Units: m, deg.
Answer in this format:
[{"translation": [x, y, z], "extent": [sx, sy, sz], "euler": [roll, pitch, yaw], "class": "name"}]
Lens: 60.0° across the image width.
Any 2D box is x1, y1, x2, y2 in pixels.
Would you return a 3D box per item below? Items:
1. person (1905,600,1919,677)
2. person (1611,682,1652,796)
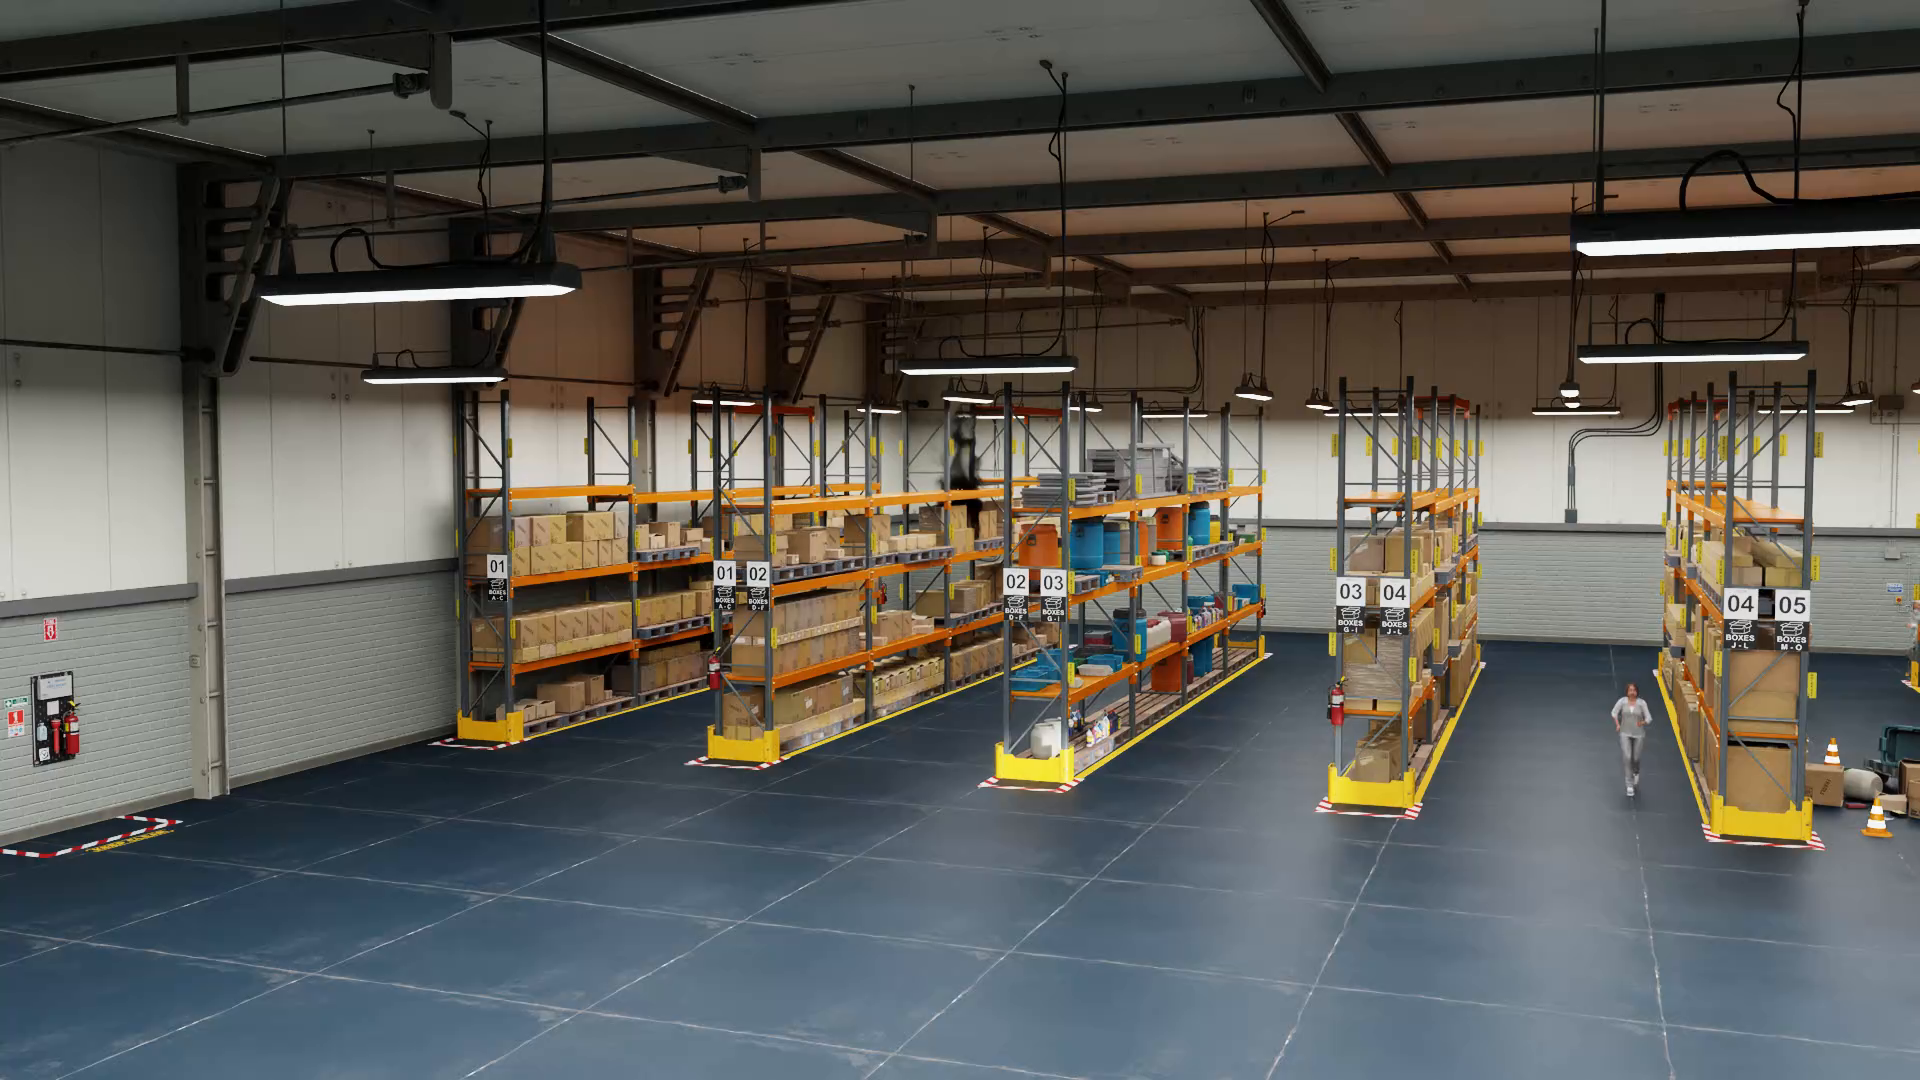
[{"translation": [20.935, 2.133, 36.084], "extent": [0.736, 1.803, 0.679], "euler": [2, 4, 28], "class": "person"}, {"translation": [9.748, 2.859, 24.145], "extent": [0.542, 1.595, 0.800], "euler": [1, 3, 20], "class": "person"}]
